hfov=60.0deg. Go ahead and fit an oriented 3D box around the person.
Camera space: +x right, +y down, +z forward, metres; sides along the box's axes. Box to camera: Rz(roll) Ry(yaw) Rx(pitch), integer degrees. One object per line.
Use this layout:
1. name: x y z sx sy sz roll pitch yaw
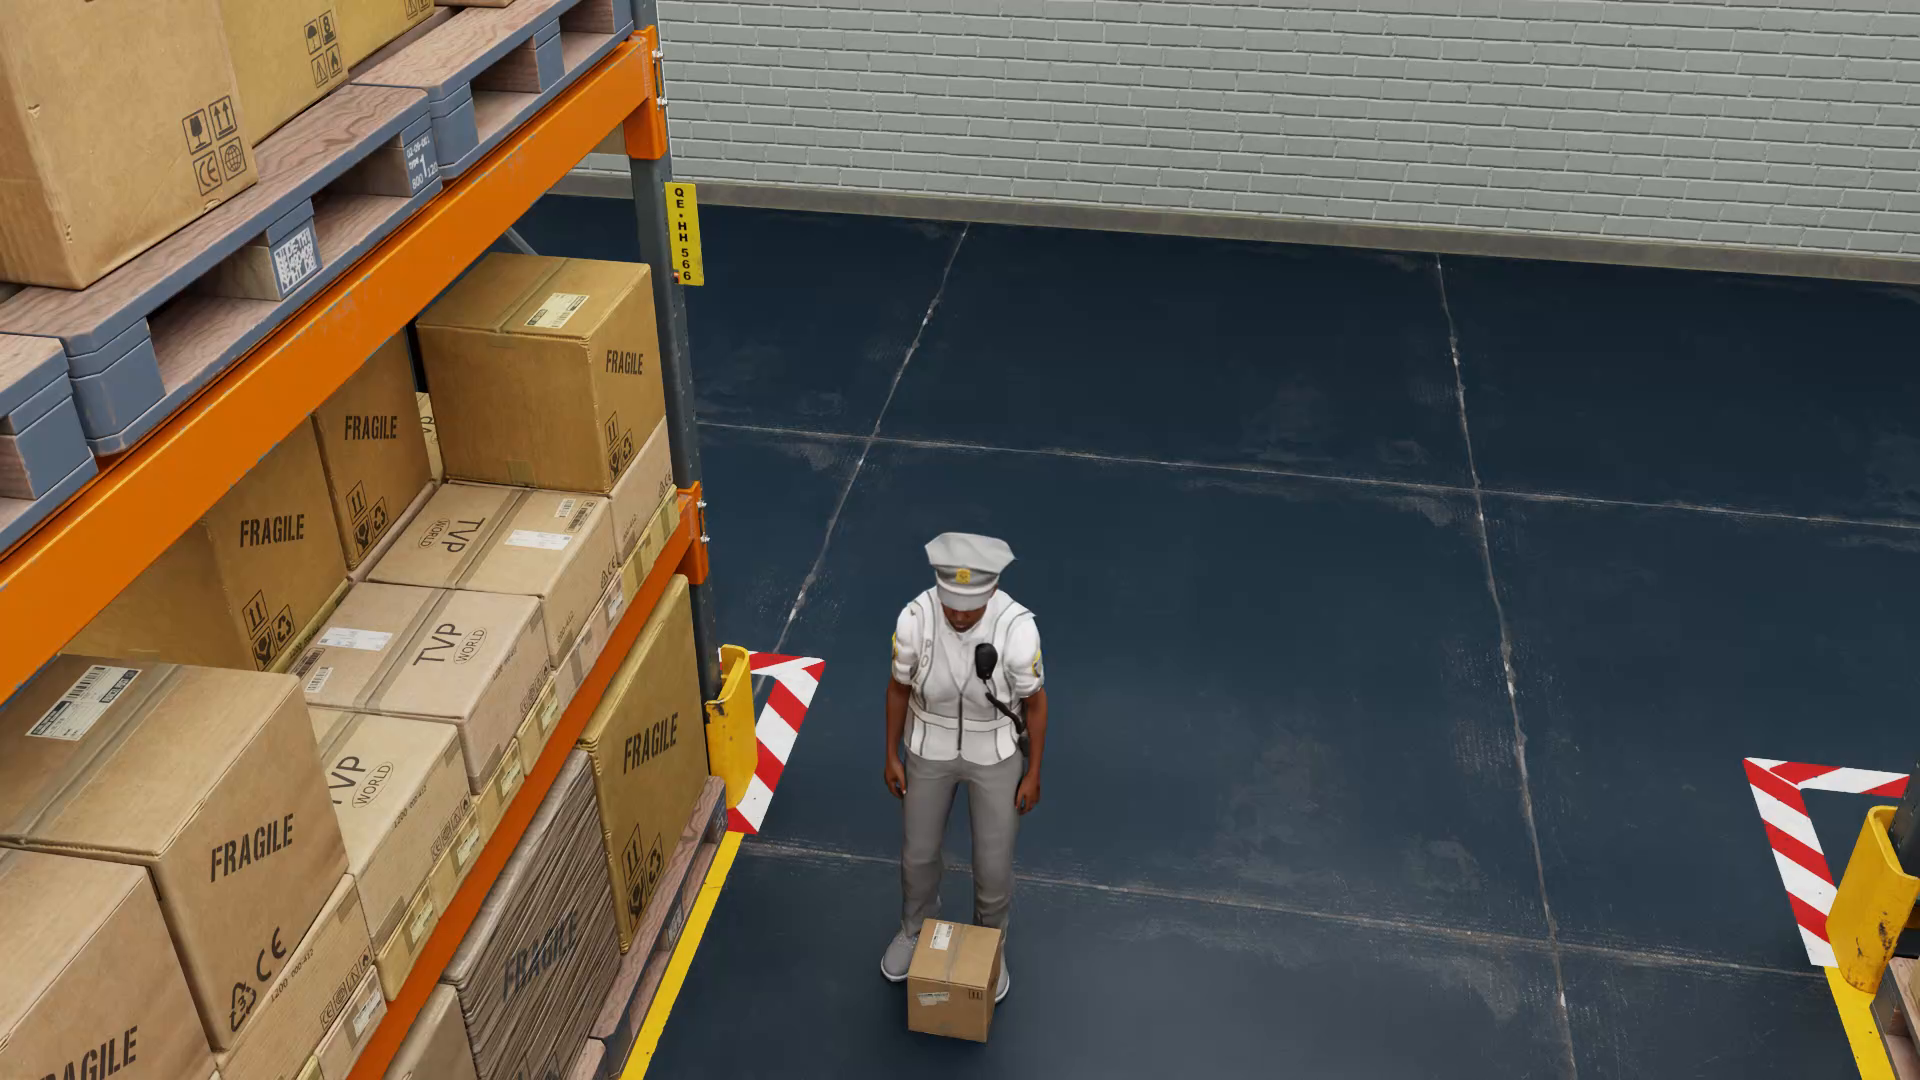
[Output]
1. person: 0.006 0.680 5.074 0.506 1.660 0.415 5 33 9
